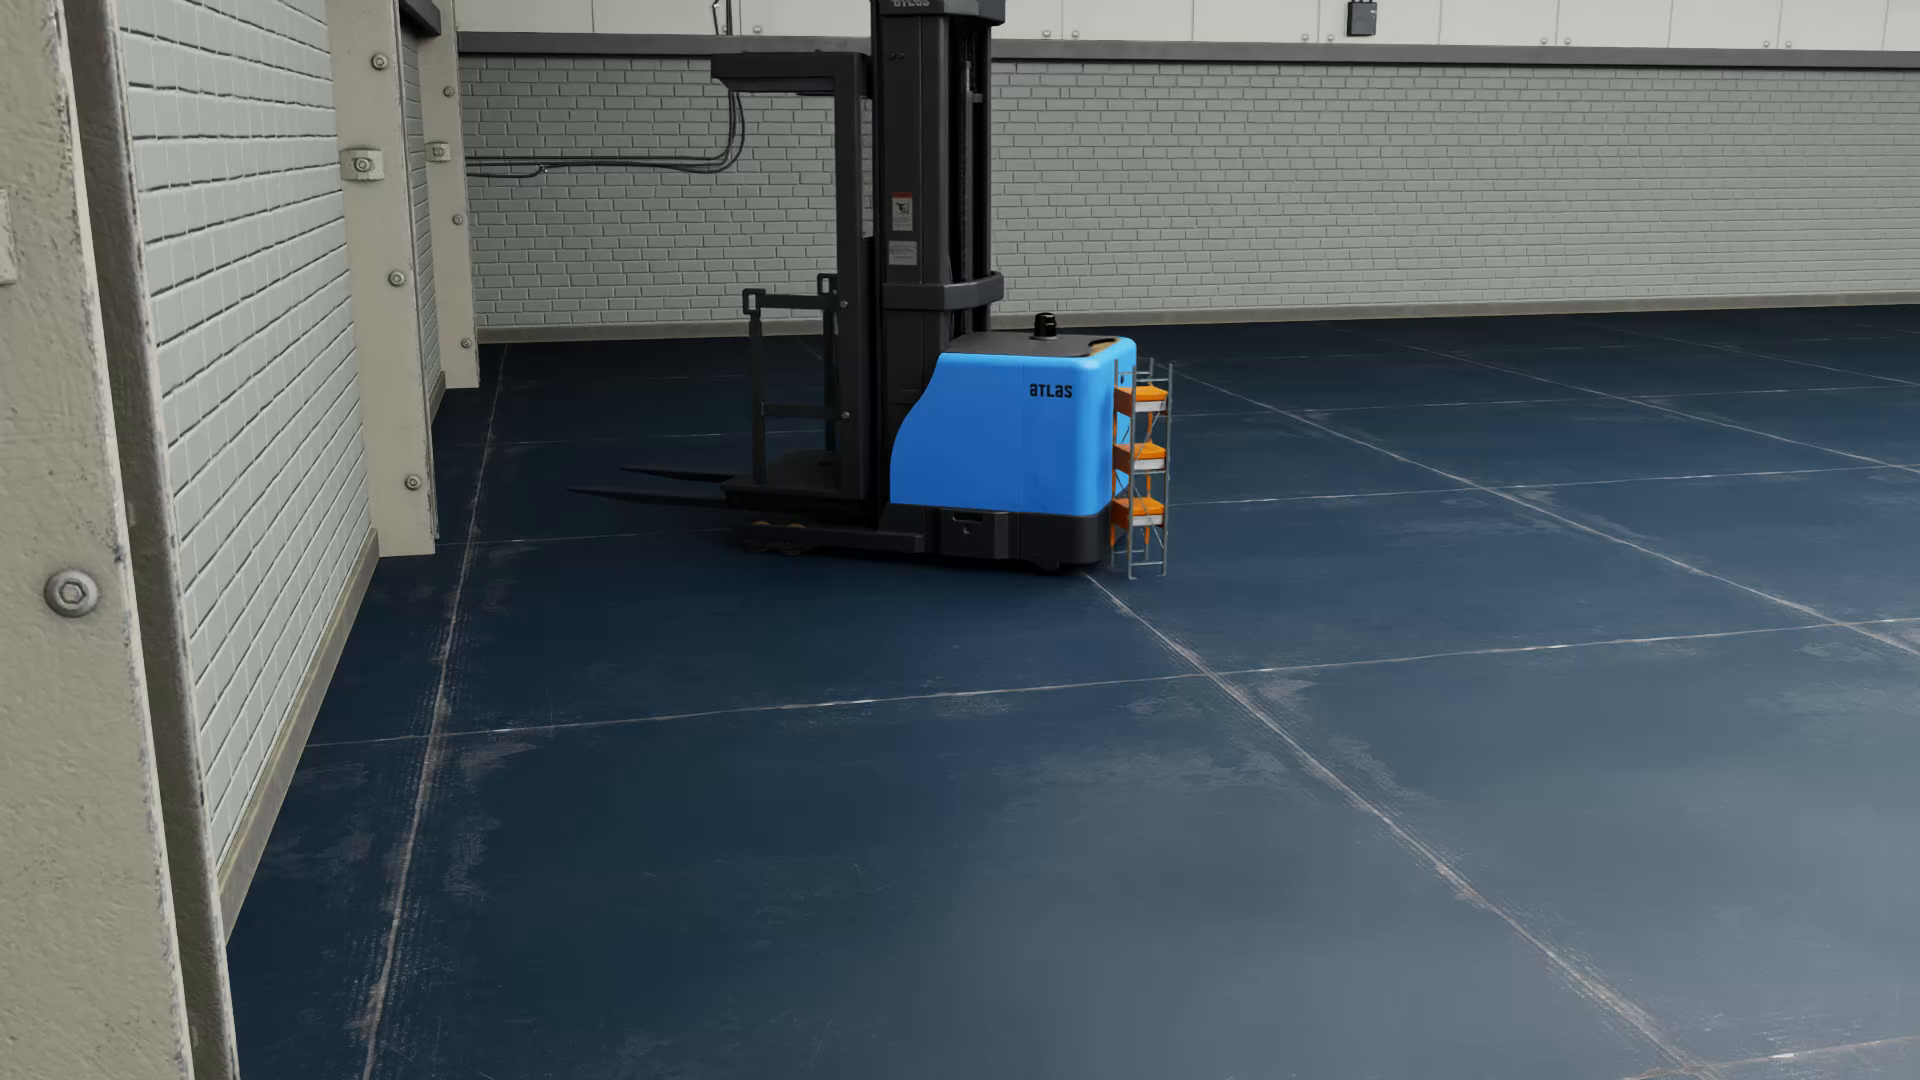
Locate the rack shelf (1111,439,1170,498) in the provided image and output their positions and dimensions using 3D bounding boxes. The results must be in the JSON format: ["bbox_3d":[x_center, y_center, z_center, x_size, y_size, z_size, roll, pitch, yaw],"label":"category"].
[{"bbox_3d":[0.886,-0.343,8.165,0.215,0.259,0.240,-4,14,-15],"label":"rack shelf"}]

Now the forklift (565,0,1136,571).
[{"bbox_3d":[-0.632,-1.456,8.710,3.031,2.935,1.130,4,14,17],"label":"forklift"}]

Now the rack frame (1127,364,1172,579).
[{"bbox_3d":[0.918,-0.326,8.048,0.200,1.050,0.008,-4,14,-15],"label":"rack frame"}]

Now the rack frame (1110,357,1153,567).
[{"bbox_3d":[0.853,-0.382,8.277,0.200,1.050,0.008,-4,14,-15],"label":"rack frame"}]

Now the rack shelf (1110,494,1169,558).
[{"bbox_3d":[0.886,-0.073,8.231,0.215,0.259,0.240,-4,14,-15],"label":"rack shelf"}]

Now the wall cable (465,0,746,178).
[{"bbox_3d":[-3.741,-4.966,16.834,3.097,2.526,0.112,-3,14,-13],"label":"wall cable"}]

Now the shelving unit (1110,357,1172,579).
[{"bbox_3d":[0.886,-0.354,8.163,0.215,1.050,0.252,-4,14,-15],"label":"shelving unit"}]

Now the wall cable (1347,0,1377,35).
[{"bbox_3d":[5.491,-8.652,18.213,2.305,6.003,0.169,-3,14,-13],"label":"wall cable"}]

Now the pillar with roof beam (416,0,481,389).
[{"bbox_3d":[-0.150,-5.961,14.365,9.100,9.000,0.400,-3,14,-13],"label":"pillar with roof beam"}]

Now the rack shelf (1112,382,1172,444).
[{"bbox_3d":[0.886,-0.619,8.098,0.215,0.259,0.240,-4,14,-15],"label":"rack shelf"}]

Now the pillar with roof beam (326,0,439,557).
[{"bbox_3d":[1.260,-4.577,8.699,9.100,9.000,0.400,-3,14,-13],"label":"pillar with roof beam"}]
